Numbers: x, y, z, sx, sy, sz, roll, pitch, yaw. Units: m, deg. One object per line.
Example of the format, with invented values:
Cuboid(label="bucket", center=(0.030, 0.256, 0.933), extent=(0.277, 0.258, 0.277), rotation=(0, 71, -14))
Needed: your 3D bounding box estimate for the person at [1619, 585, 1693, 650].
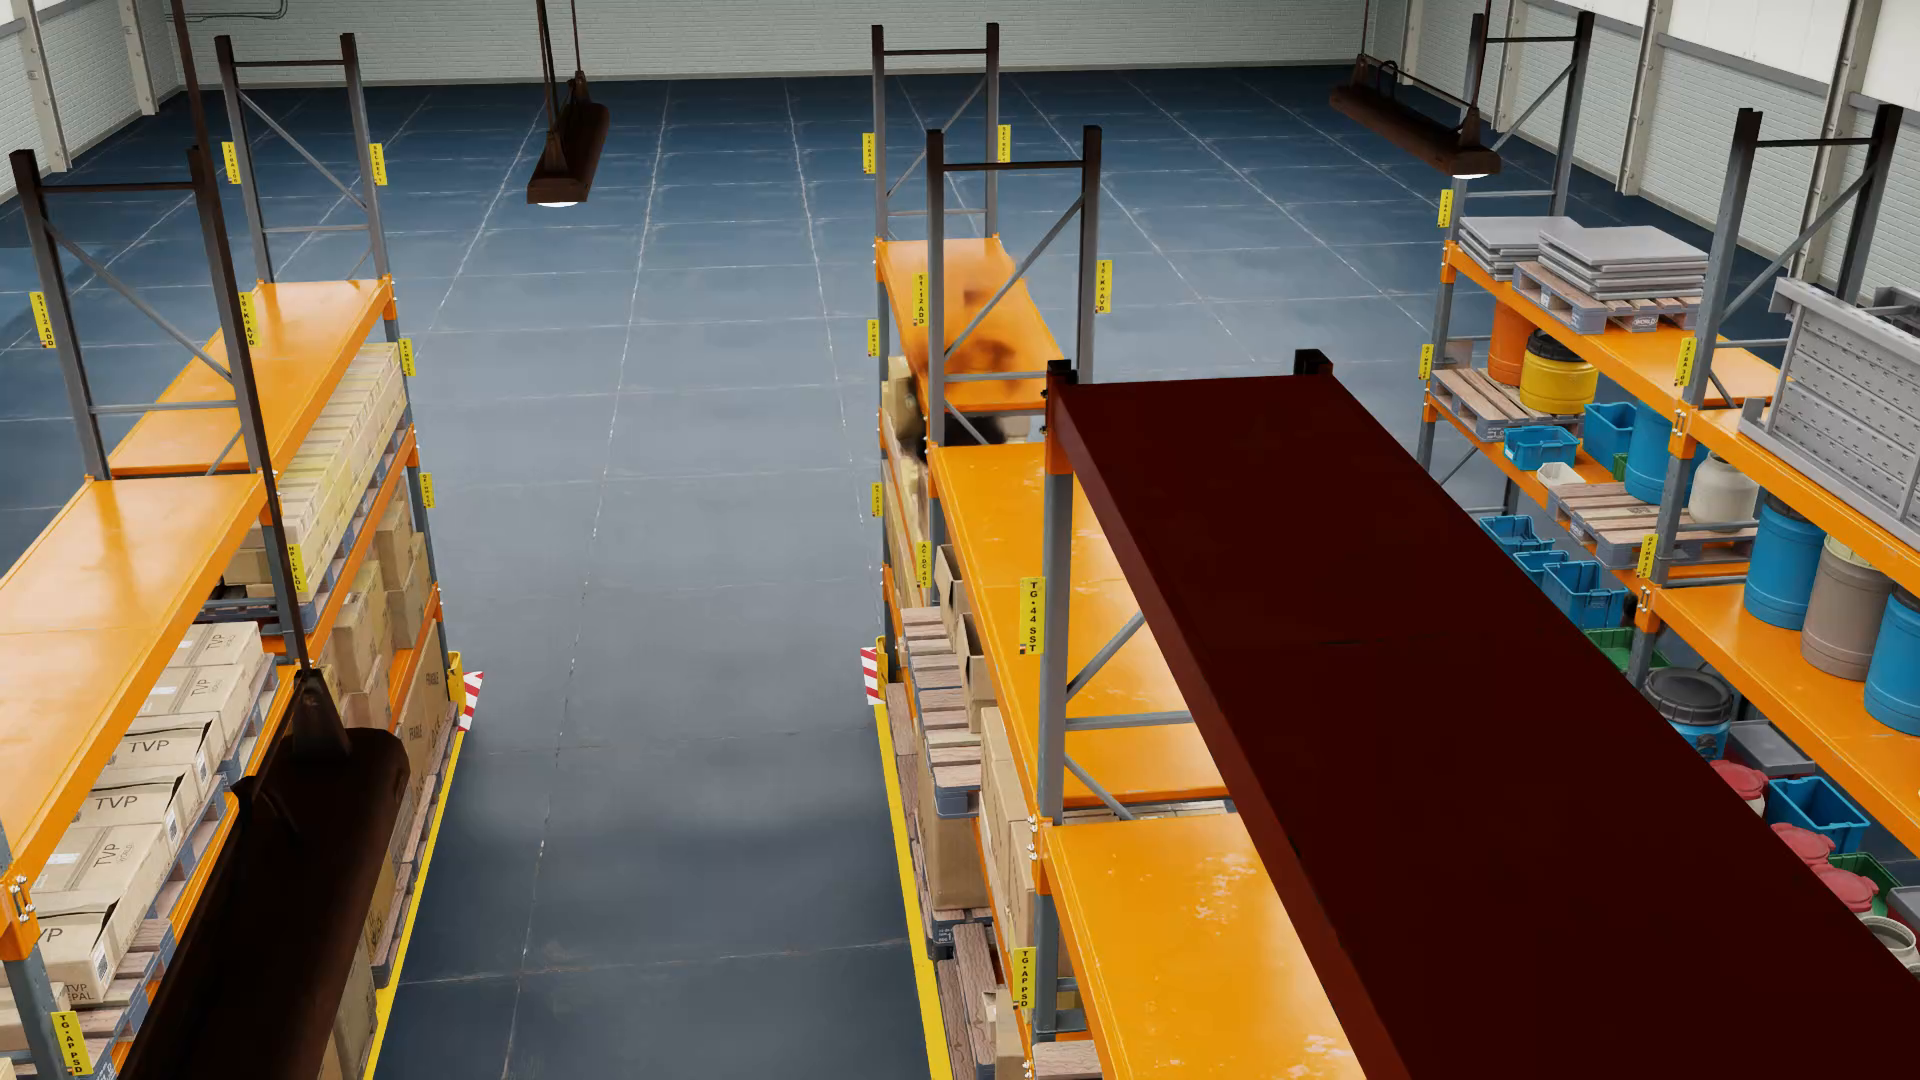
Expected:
Cuboid(label="person", center=(6.256, 0.656, 15.200), extent=(0.676, 1.664, 0.855), rotation=(-3, 26, -6))
